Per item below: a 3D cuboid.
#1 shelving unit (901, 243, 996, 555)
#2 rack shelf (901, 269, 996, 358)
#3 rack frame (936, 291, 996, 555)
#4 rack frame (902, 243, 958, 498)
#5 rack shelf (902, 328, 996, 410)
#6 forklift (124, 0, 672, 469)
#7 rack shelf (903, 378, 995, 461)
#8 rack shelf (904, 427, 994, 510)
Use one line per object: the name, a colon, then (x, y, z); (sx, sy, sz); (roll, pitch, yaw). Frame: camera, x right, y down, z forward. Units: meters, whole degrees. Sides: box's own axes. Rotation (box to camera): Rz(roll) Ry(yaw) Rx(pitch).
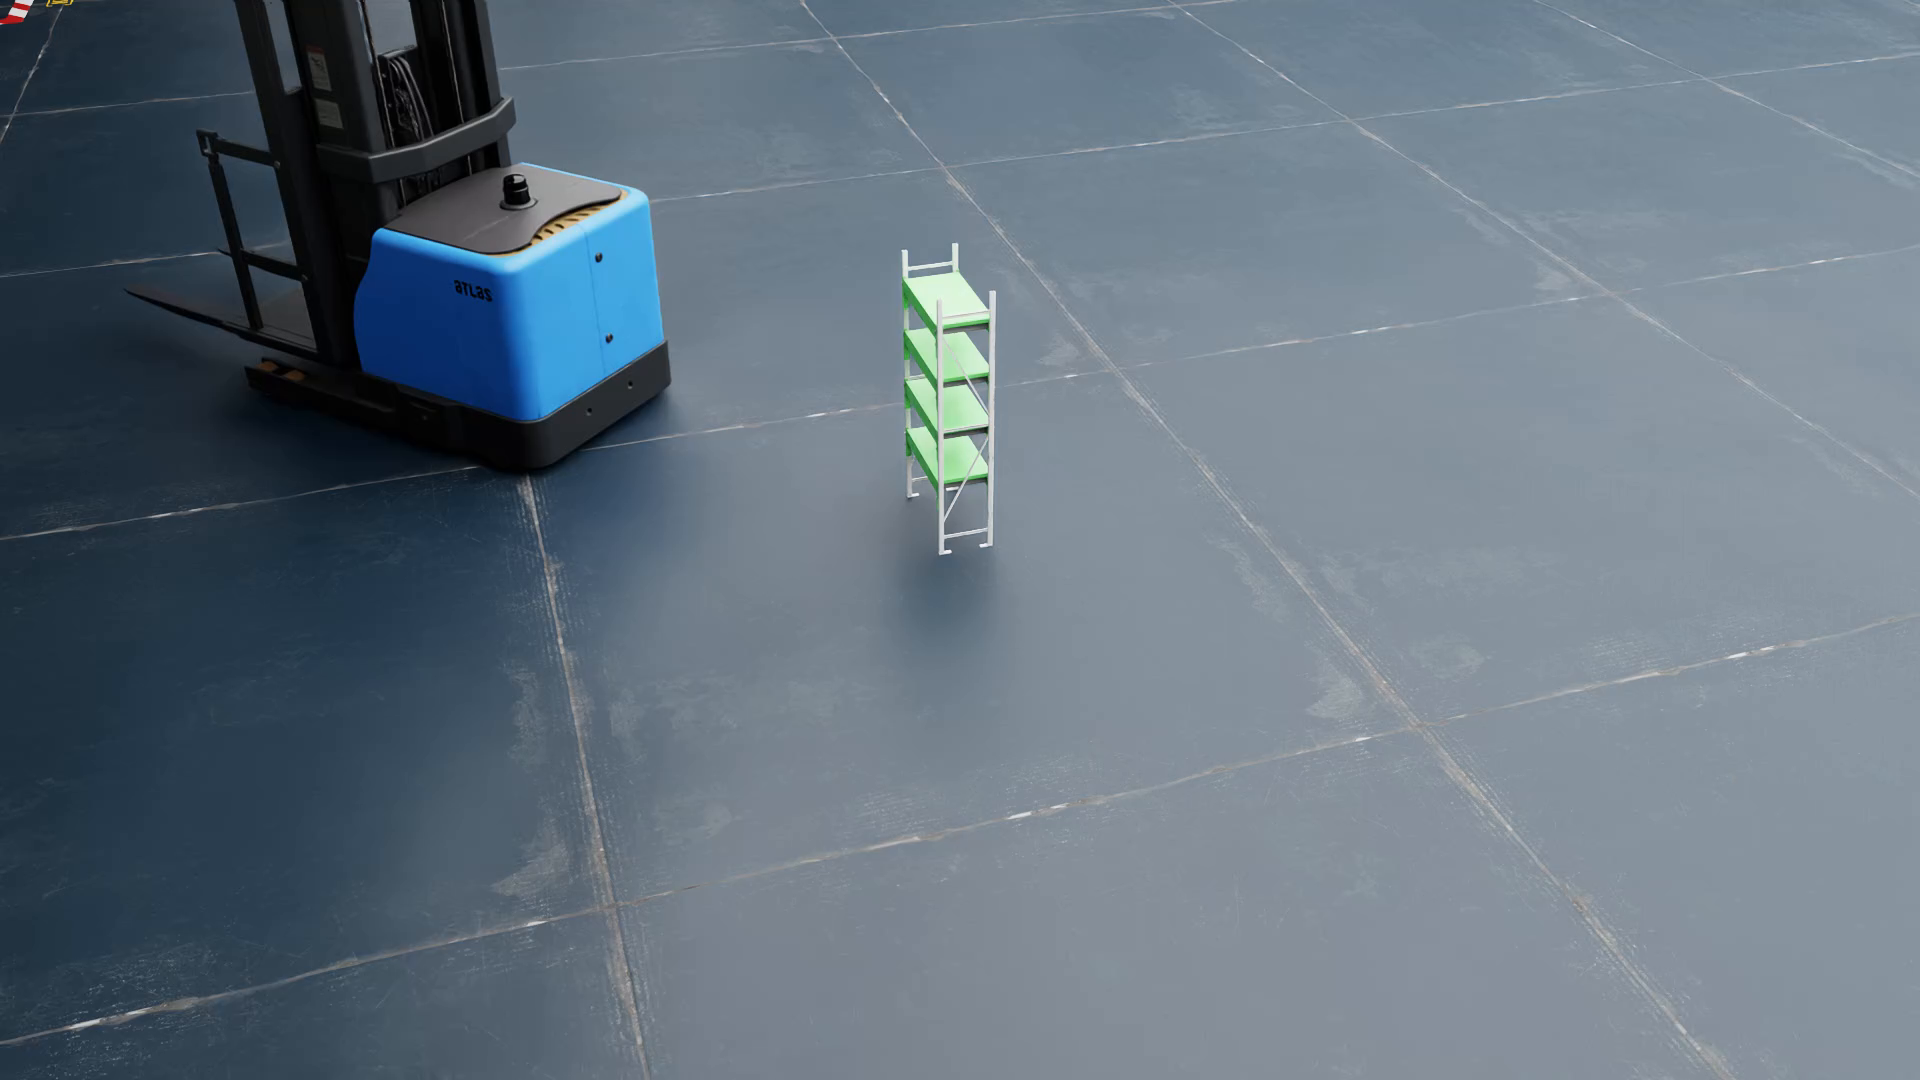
shelving unit: (-0.050, -0.587, 7.051); (0.258, 1.200, 0.503); (-10, 35, -15)
rack shelf: (-0.050, -0.935, 6.821); (0.258, 0.148, 0.480); (-10, 35, -15)
rack frame: (0.024, -0.459, 6.857); (0.240, 1.200, 0.015); (-10, 35, -15)
rack frame: (-0.125, -0.716, 7.245); (0.240, 1.200, 0.015); (-10, 35, -15)
rack shelf: (-0.050, -0.734, 6.954); (0.258, 0.148, 0.480); (-10, 35, -15)
forklift: (-2.981, -2.130, 7.816); (3.031, 2.935, 1.130); (17, 37, 24)
rack shelf: (-0.050, -0.534, 7.086); (0.258, 0.148, 0.480); (-10, 35, -15)
rack shelf: (-0.050, -0.334, 7.218); (0.258, 0.148, 0.480); (-10, 35, -15)
